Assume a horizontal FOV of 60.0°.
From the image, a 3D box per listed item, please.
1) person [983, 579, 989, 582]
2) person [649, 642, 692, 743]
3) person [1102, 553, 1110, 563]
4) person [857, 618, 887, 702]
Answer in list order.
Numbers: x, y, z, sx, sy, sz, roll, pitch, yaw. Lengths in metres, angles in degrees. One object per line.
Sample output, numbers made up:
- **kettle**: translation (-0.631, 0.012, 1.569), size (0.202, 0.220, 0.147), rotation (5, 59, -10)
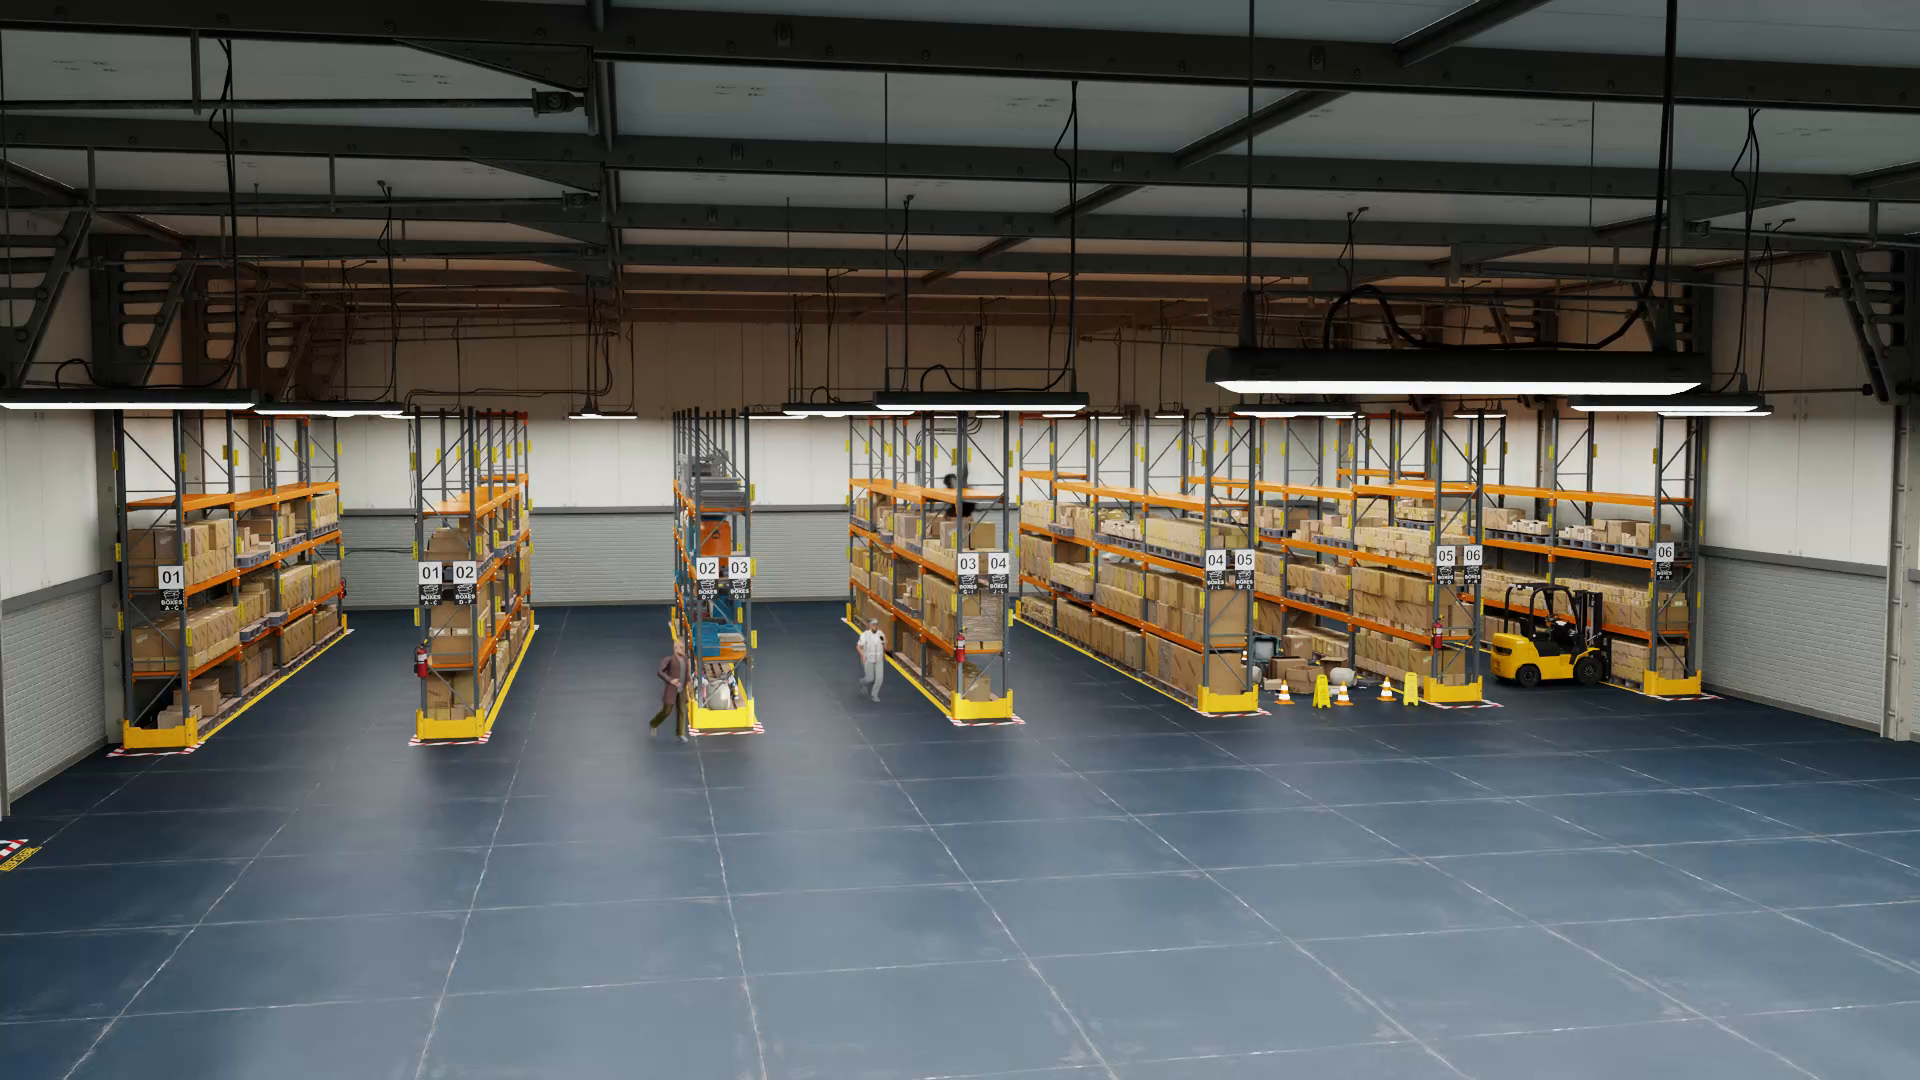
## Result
- **person**: translation (0.849, 1.561, 46.382), size (0.651, 1.790, 0.862), rotation (-1, 4, -10)
- **person**: translation (-5.082, 2.752, 29.897), size (0.769, 1.653, 1.049), rotation (-4, 6, -44)
- **person**: translation (4.493, 1.263, 50.556), size (0.719, 1.741, 0.690), rotation (0, 4, -2)
- **person**: translation (-1.805, 2.436, 34.181), size (0.650, 1.733, 0.652), rotation (-2, 4, -22)
